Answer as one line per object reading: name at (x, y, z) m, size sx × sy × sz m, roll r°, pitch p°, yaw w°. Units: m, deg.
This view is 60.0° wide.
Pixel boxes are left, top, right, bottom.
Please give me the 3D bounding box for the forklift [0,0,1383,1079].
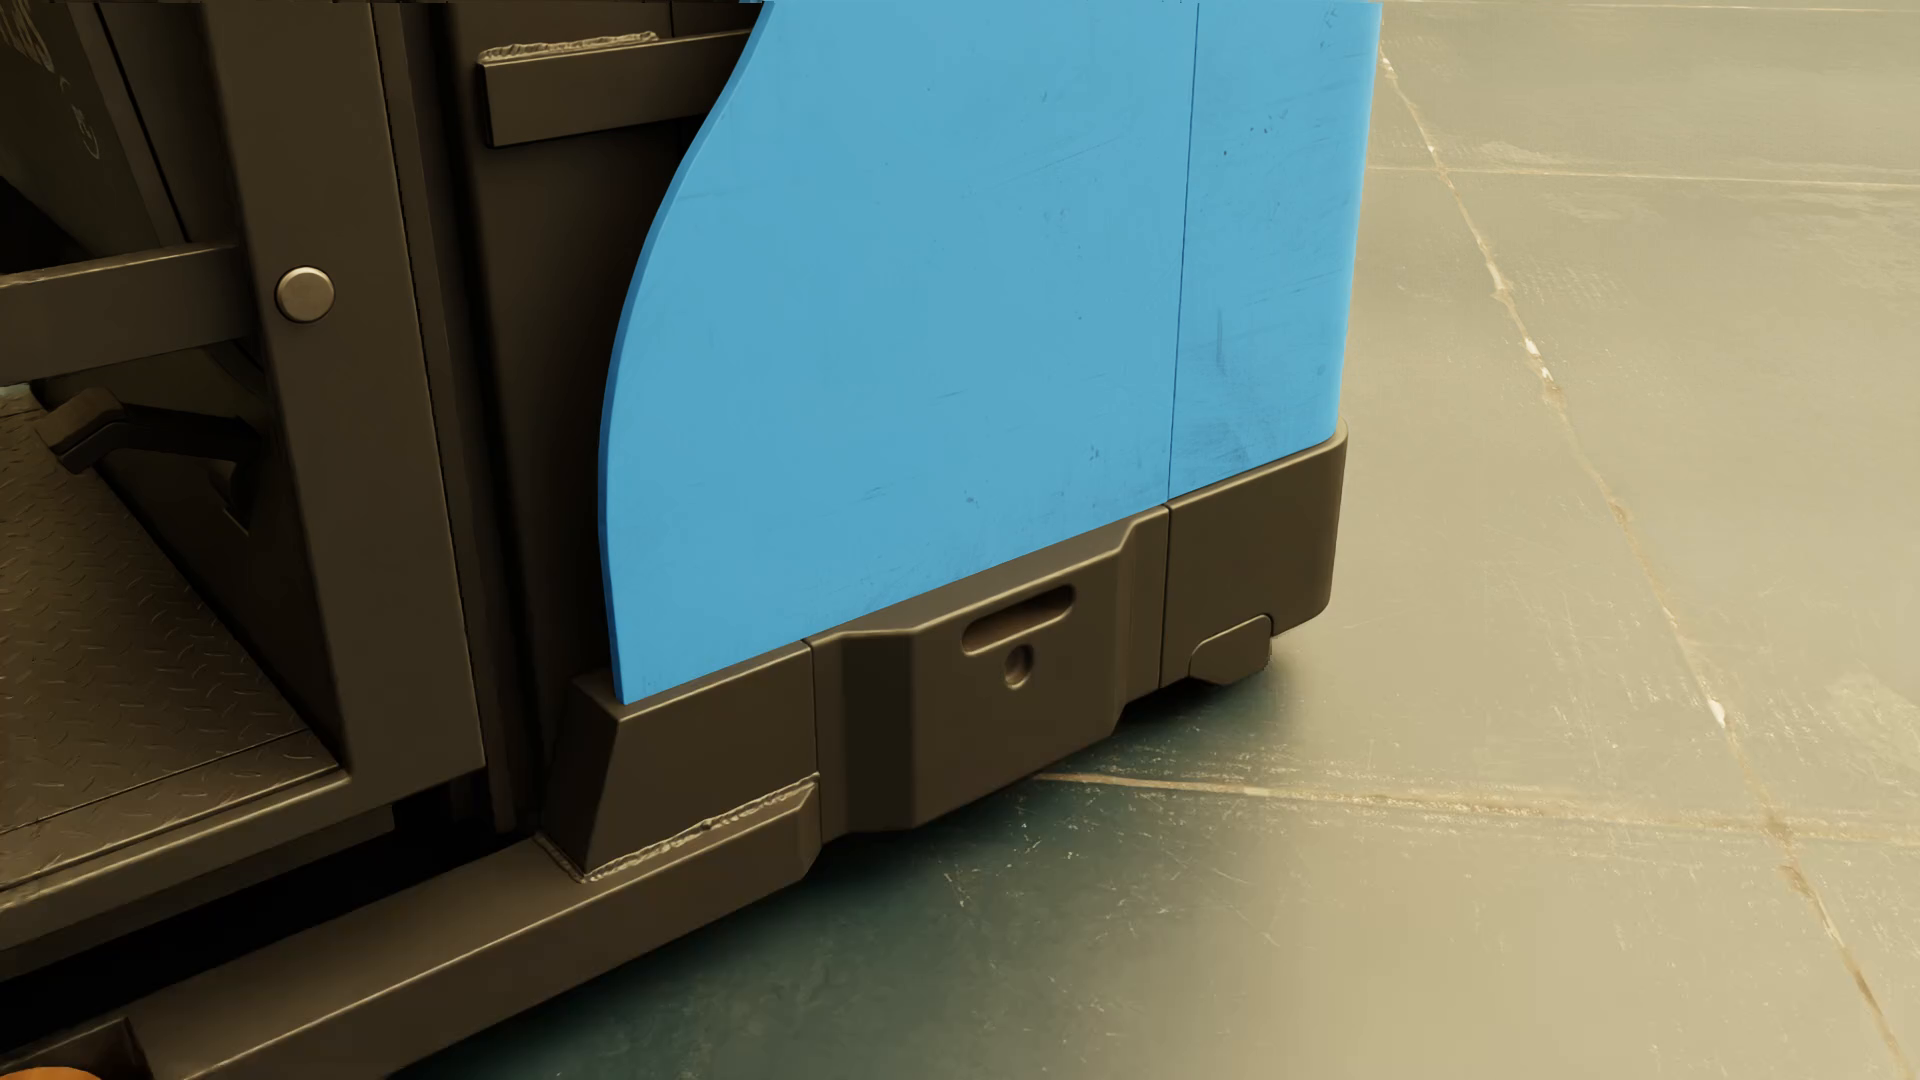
forklift at (-0.977, -0.934, 1.088) m, size 3.031 × 2.935 × 1.130 m, roll -20°, pitch 33°, yaw -34°
